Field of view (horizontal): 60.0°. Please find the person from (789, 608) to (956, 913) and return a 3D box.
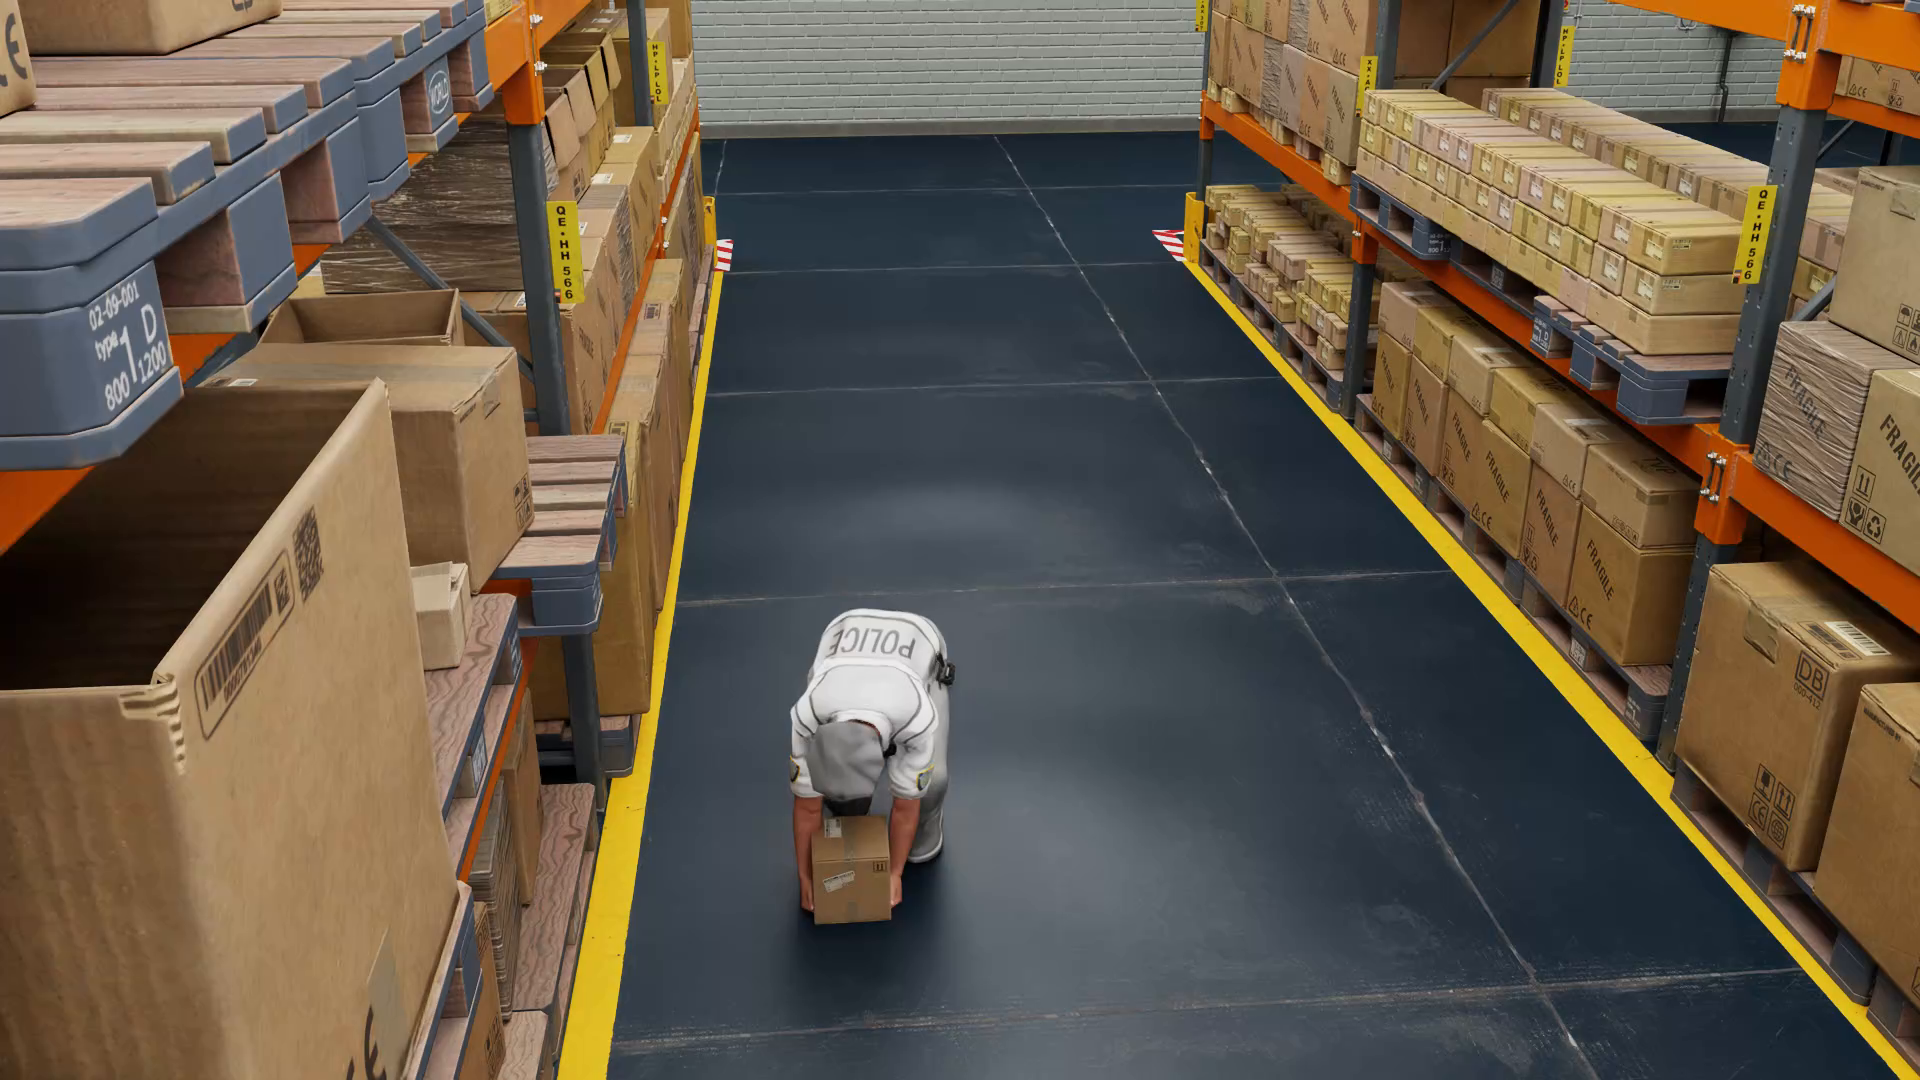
[{"bbox_3d":[-0.298,0.740,5.570,0.528,0.855,1.030,4,24,10],"label":"person"}]
